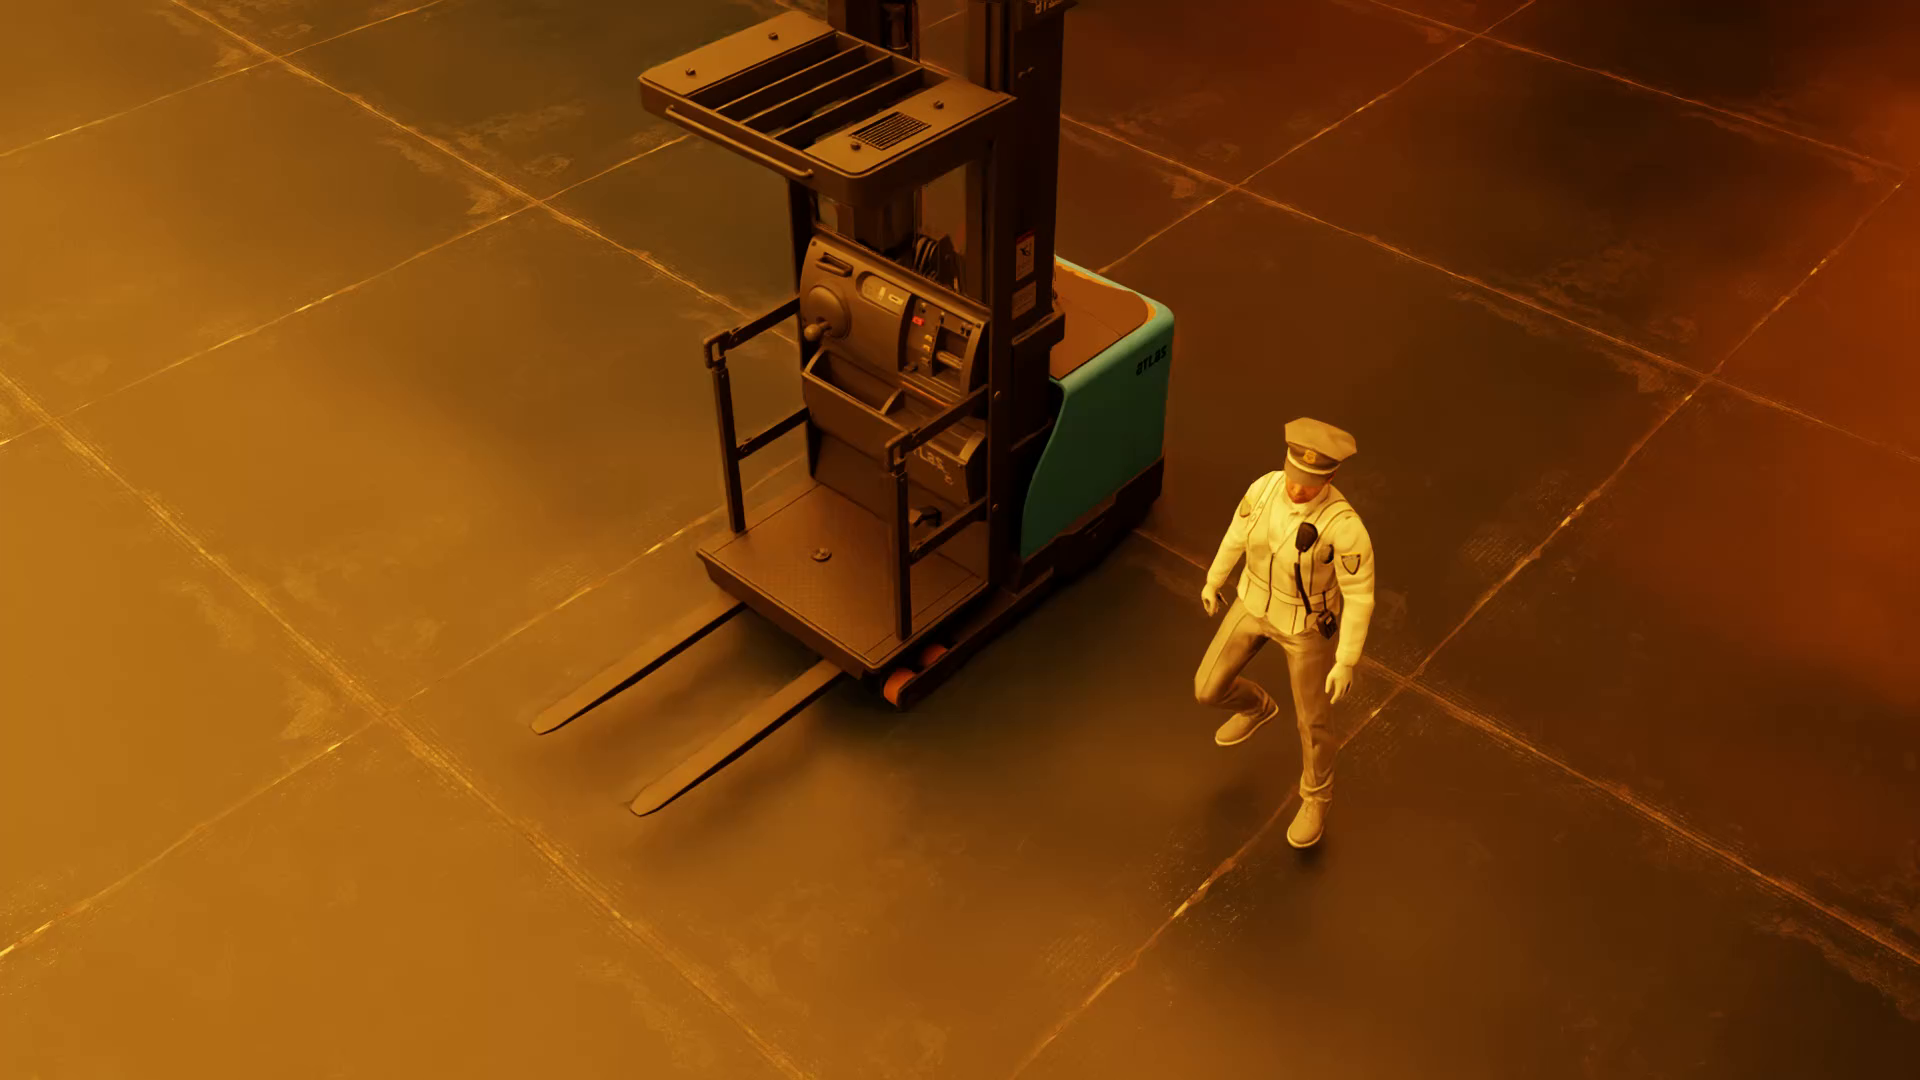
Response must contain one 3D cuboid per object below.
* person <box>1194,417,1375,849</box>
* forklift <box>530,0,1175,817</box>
[{"bbox_3d":[1.138,0.312,5.922,0.707,1.665,0.439,32,50,32],"label":"person"},{"bbox_3d":[-0.415,-0.796,6.357,1.130,2.935,3.031,31,49,31],"label":"forklift"}]
